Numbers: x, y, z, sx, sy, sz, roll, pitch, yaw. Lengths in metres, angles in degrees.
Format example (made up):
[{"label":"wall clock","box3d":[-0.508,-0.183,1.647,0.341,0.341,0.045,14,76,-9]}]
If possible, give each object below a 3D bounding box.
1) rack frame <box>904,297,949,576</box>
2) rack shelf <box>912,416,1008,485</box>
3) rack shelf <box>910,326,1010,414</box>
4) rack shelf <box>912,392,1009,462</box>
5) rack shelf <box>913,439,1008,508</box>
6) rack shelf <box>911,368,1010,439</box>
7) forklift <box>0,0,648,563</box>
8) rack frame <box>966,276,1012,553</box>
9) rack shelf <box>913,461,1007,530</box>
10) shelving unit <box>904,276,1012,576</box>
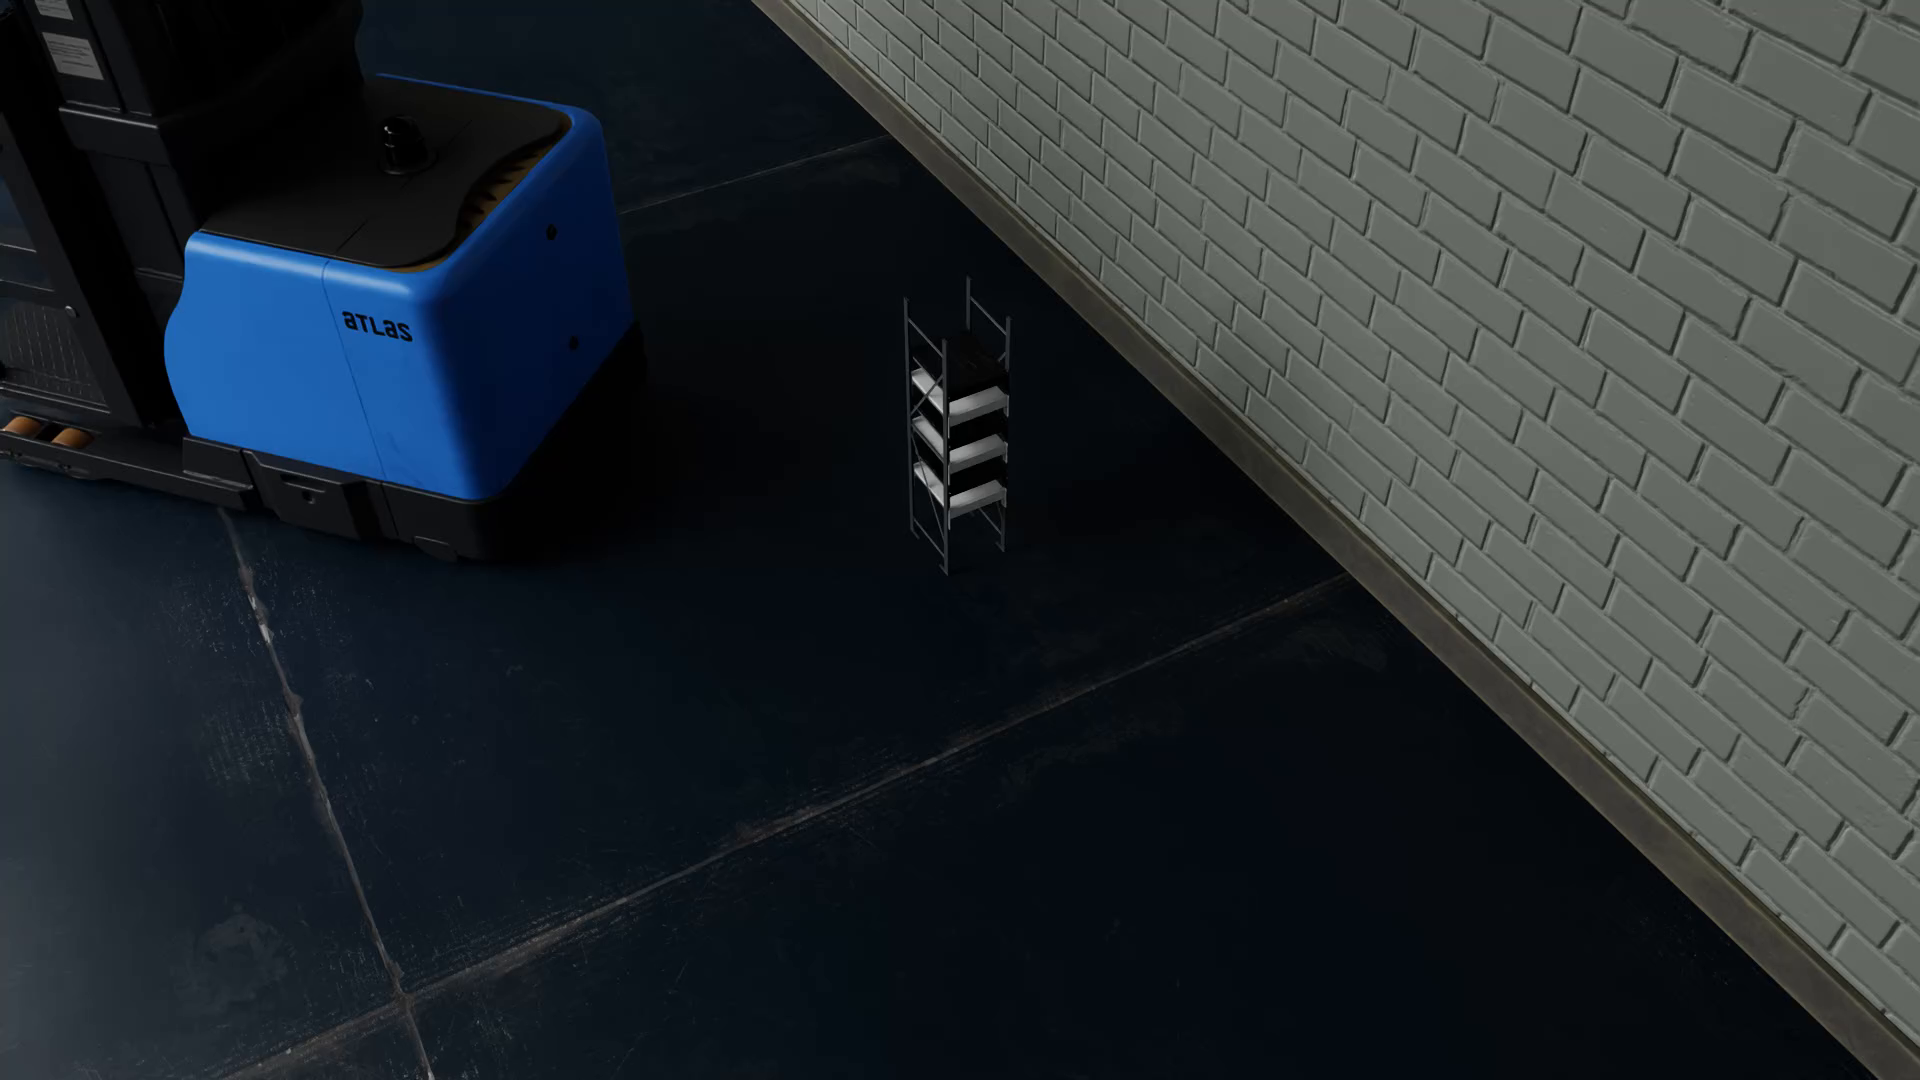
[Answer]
[{"label":"rack frame","box3d":[-0.095,-0.285,4.897,0.006,0.900,0.240,-22,48,-21]},{"label":"rack shelf","box3d":[-0.007,-0.296,4.957,0.200,0.077,0.258,-22,48,-21]},{"label":"rack shelf","box3d":[-0.007,-0.490,4.769,0.200,0.077,0.258,-22,48,-21]},{"label":"rack shelf","box3d":[-0.007,-0.361,4.894,0.200,0.077,0.258,-22,48,-21]},{"label":"rack shelf","box3d":[-0.007,-0.232,5.020,0.200,0.077,0.258,-22,48,-21]},{"label":"rack shelf","box3d":[-0.007,-0.425,4.832,0.200,0.077,0.258,-22,48,-21]},{"label":"forklift","box3d":[-2.651,-1.588,4.782,3.031,2.935,1.130,13,46,13]},{"label":"rack frame","box3d":[0.081,-0.355,4.970,0.006,0.900,0.240,-22,48,-21]},{"label":"rack shelf","box3d":[-0.007,-0.167,5.082,0.200,0.077,0.258,-22,48,-21]},{"label":"shelving unit","box3d":[-0.007,-0.320,4.934,0.210,0.900,0.258,-22,48,-21]}]
